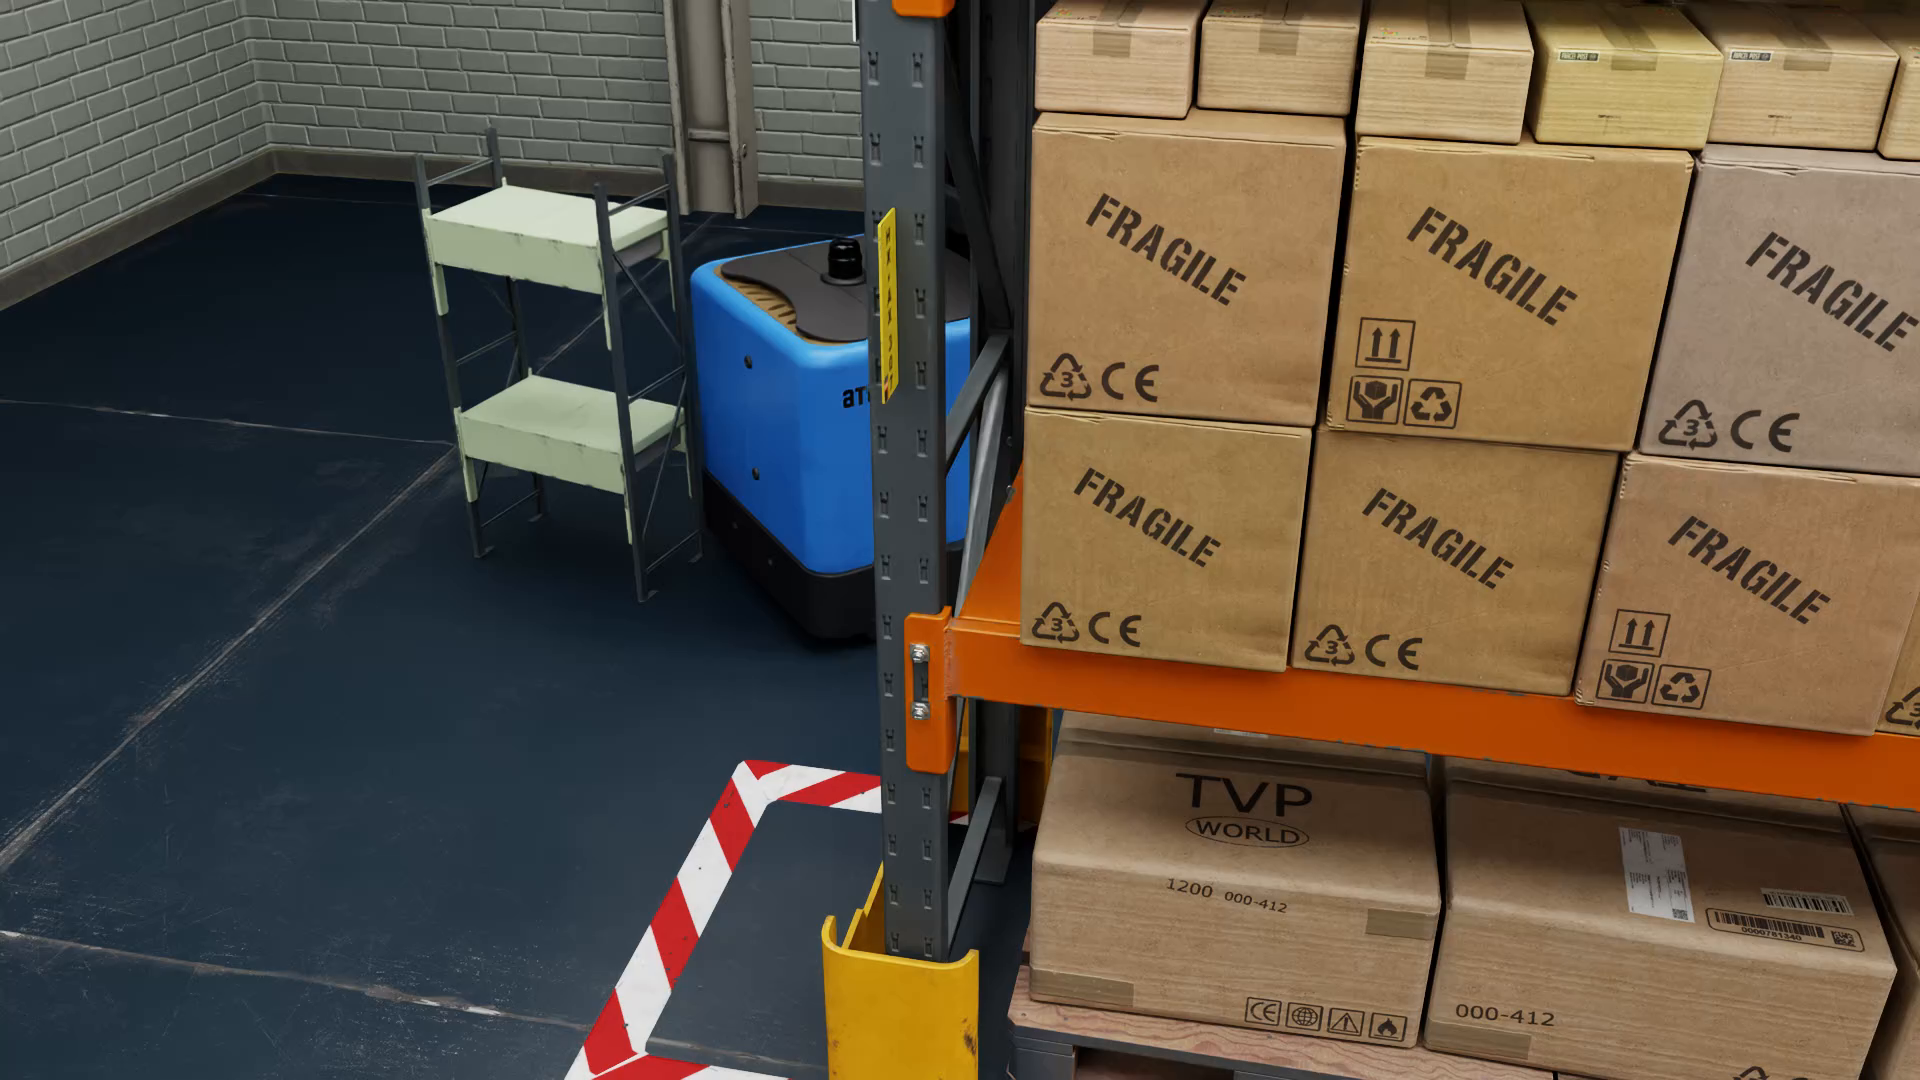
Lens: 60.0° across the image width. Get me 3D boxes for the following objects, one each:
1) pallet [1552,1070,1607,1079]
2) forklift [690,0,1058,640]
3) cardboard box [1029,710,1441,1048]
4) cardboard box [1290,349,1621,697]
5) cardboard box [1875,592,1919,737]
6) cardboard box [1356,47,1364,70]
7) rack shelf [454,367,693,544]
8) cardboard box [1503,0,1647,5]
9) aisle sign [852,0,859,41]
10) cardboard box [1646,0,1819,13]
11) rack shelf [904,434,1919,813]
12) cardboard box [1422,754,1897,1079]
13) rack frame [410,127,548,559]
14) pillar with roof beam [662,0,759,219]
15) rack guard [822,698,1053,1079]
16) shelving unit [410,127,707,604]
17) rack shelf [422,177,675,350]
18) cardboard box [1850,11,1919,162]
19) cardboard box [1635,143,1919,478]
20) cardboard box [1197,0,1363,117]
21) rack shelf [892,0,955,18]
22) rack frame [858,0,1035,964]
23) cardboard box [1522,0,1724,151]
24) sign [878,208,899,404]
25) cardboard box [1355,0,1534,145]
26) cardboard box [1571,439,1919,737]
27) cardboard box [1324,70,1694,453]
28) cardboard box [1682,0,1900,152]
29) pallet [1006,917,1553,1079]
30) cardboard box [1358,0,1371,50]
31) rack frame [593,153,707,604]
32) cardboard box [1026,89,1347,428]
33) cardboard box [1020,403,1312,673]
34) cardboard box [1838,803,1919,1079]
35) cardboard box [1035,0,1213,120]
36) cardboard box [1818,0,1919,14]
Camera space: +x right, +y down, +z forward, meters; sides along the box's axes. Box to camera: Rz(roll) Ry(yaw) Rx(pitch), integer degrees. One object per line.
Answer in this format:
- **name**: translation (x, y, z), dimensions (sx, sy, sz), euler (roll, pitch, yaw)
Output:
- **pallet**: translation (1.986, 1.142, 3.944), dimensions (1.213, 0.211, 1.003), euler (6, 29, 11)
- **forklift**: translation (0.583, -1.459, 5.863), dimensions (3.031, 2.935, 1.130), euler (-16, 32, -26)
- **cardboard box**: translation (0.665, 0.711, 4.059), dimensions (0.875, 0.438, 0.875), euler (5, 29, 9)
- **cardboard box**: translation (0.908, -0.071, 3.152), dimensions (0.500, 0.500, 0.500), euler (5, 29, 10)
- **cardboard box**: translation (1.895, 0.031, 2.966), dimensions (0.500, 0.500, 0.500), euler (7, 29, 12)
- **cardboard box**: translation (1.037, -0.755, 3.361), dimensions (0.500, 0.500, 0.500), euler (6, 29, 11)
- **rack shelf**: translation (-1.363, -0.312, 5.937), dimensions (0.720, 0.370, 0.431), euler (13, 31, 23)
- **cardboard box**: translation (1.152, -1.028, 3.183), dimensions (0.250, 0.149, 0.380), euler (7, 29, 12)
- **aisle sign**: translation (-0.133, -1.259, 2.720), dimensions (0.004, 0.787, 0.394), euler (6, 29, 11)
- **cardboard box**: translation (1.393, -0.968, 3.074), dimensions (0.250, 0.149, 0.380), euler (6, 29, 10)
- **rack shelf**: translation (1.954, 0.268, 3.386), dimensions (4.000, 0.370, 1.077), euler (6, 29, 11)
- **cardboard box**: translation (1.561, 0.799, 3.898), dimensions (0.875, 0.438, 0.875), euler (7, 29, 12)
- **rack frame**: translation (-1.691, -0.675, 5.922), dimensions (0.023, 1.500, 0.400), euler (13, 31, 23)
- **pillar with roof beam**: translation (-2.316, -3.883, 3.972), dimensions (0.400, 9.000, 9.100), euler (6, 29, 11)
- **rack guard**: translation (-0.025, 0.846, 4.184), dimensions (0.348, 0.500, 1.175), euler (6, 29, 11)
- **shelving unit**: translation (-1.363, -0.598, 5.781), dimensions (0.755, 1.500, 0.431), euler (13, 31, 23)
- **rack shelf**: translation (-1.363, -0.940, 5.593), dimensions (0.720, 0.370, 0.431), euler (13, 31, 23)
- **cardboard box**: translation (1.553, -0.712, 2.607), dimensions (0.250, 0.149, 0.380), euler (6, 29, 11)
- **cardboard box**: translation (1.420, -0.452, 2.807), dimensions (0.500, 0.500, 0.500), euler (6, 29, 10)
- **cardboard box**: translation (0.559, -0.856, 2.870), dimensions (0.250, 0.149, 0.380), euler (7, 29, 12)
- **rack shelf**: translation (1.954, -1.048, 2.665), dimensions (4.000, 0.370, 1.077), euler (6, 29, 11)
- **rack frame**: translation (-0.002, -0.248, 3.579), dimensions (0.127, 3.000, 1.000), euler (6, 29, 11)
- **cardboard box**: translation (1.050, -0.759, 2.691), dimensions (0.250, 0.149, 0.380), euler (5, 29, 9)
- **sign**: translation (-0.124, -0.402, 2.878), dimensions (0.005, 0.325, 0.100), euler (6, 29, 11)
- **cardboard box**: translation (0.789, -0.777, 2.724), dimensions (0.250, 0.149, 0.380), euler (7, 29, 12)
- **cardboard box**: translation (1.402, -0.012, 3.044), dimensions (0.500, 0.500, 0.500), euler (6, 29, 10)
- **cardboard box**: translation (0.915, -0.500, 2.894), dimensions (0.500, 0.500, 0.500), euler (5, 29, 9)
- **cardboard box**: translation (1.318, -0.757, 2.689), dimensions (0.250, 0.149, 0.380), euler (6, 29, 11)
- **pallet**: translation (0.797, 1.019, 4.170), dimensions (1.213, 0.211, 1.003), euler (6, 29, 11)
- **cardboard box**: translation (0.914, -1.072, 3.265), dimensions (0.250, 0.149, 0.380), euler (6, 29, 10)
- **rack frame**: translation (-1.034, -0.521, 5.640), dimensions (0.023, 1.500, 0.400), euler (13, 31, 23)
- **cardboard box**: translation (0.408, -0.549, 2.983), dimensions (0.500, 0.500, 0.500), euler (5, 29, 9)
- **cardboard box**: translation (0.408, -0.109, 3.221), dimensions (0.500, 0.500, 0.500), euler (6, 29, 10)
- **cardboard box**: translation (2.443, 0.890, 3.732), dimensions (0.875, 0.438, 0.875), euler (5, 29, 9)
- **cardboard box**: translation (0.288, -0.849, 2.857), dimensions (0.250, 0.149, 0.380), euler (6, 29, 12)
- **cardboard box**: translation (1.650, -0.971, 3.079), dimensions (0.250, 0.149, 0.380), euler (7, 29, 12)
